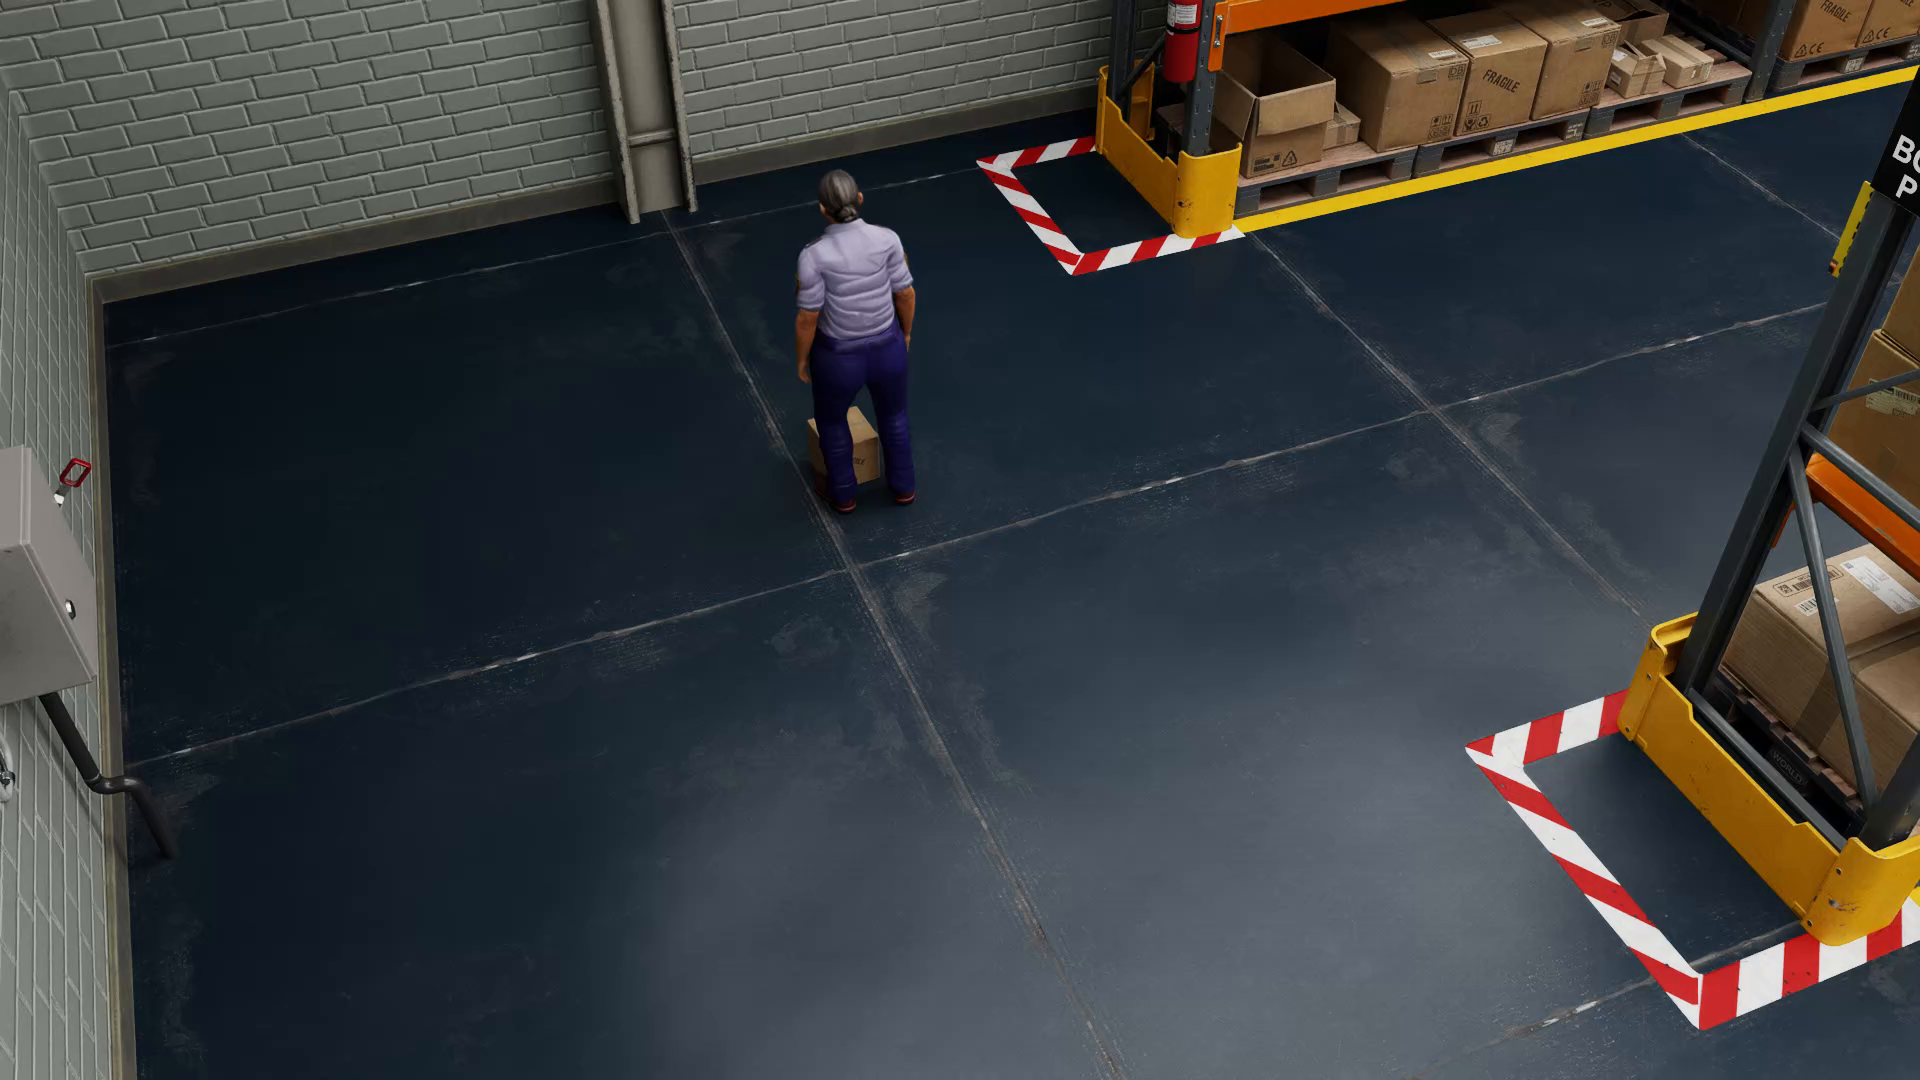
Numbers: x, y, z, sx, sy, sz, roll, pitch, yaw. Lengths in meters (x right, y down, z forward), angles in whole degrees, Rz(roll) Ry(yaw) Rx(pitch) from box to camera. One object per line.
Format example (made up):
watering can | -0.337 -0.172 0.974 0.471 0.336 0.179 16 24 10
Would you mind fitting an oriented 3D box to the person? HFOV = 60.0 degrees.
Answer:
person | -0.442 -0.811 7.066 0.540 1.652 0.413 -15 44 -16
